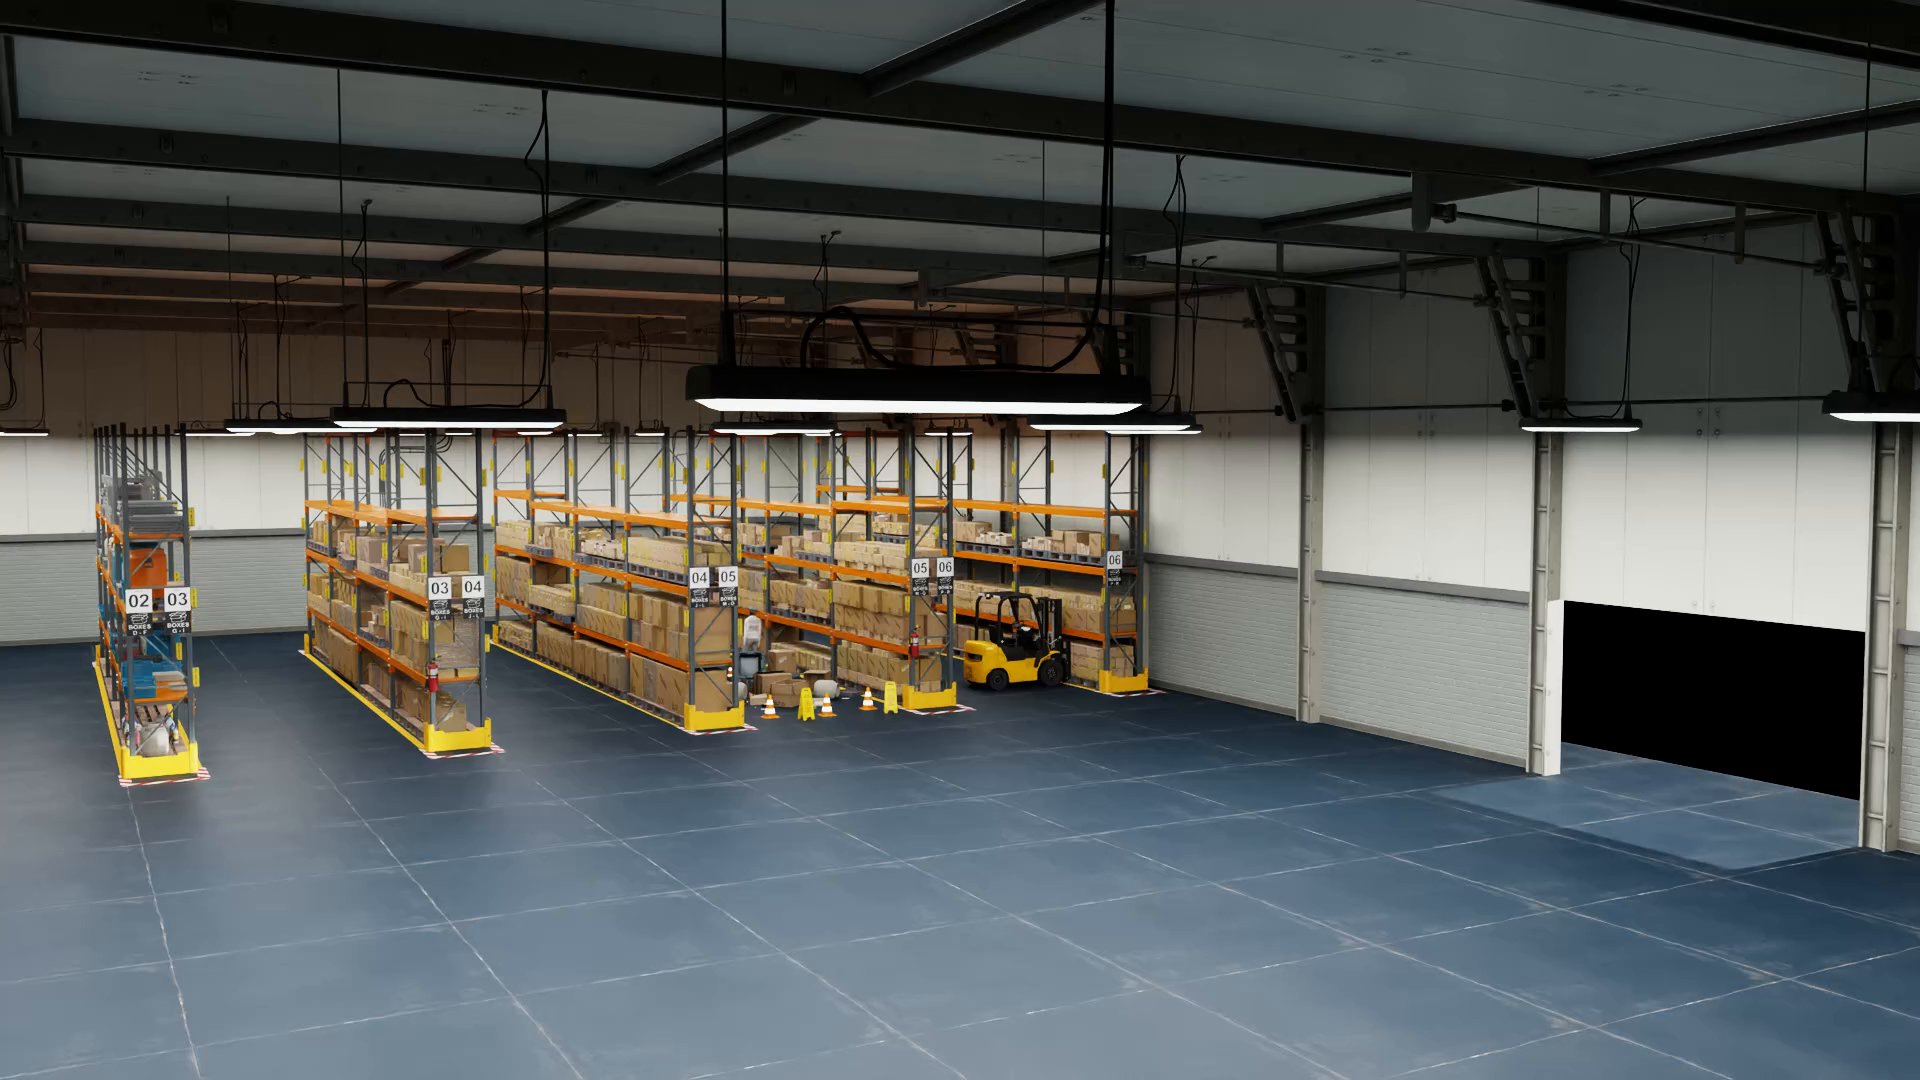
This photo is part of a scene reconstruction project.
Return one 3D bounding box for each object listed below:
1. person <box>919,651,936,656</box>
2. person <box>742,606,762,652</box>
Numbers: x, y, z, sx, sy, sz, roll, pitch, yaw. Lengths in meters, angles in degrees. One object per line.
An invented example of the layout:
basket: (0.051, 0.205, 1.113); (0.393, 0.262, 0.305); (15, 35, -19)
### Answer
person: (-0.811, 2.496, 39.987); (0.665, 1.623, 0.750); (-2, 4, -28)
person: (-5.039, 2.437, 40.289); (0.523, 1.676, 0.405); (-2, 4, -34)
